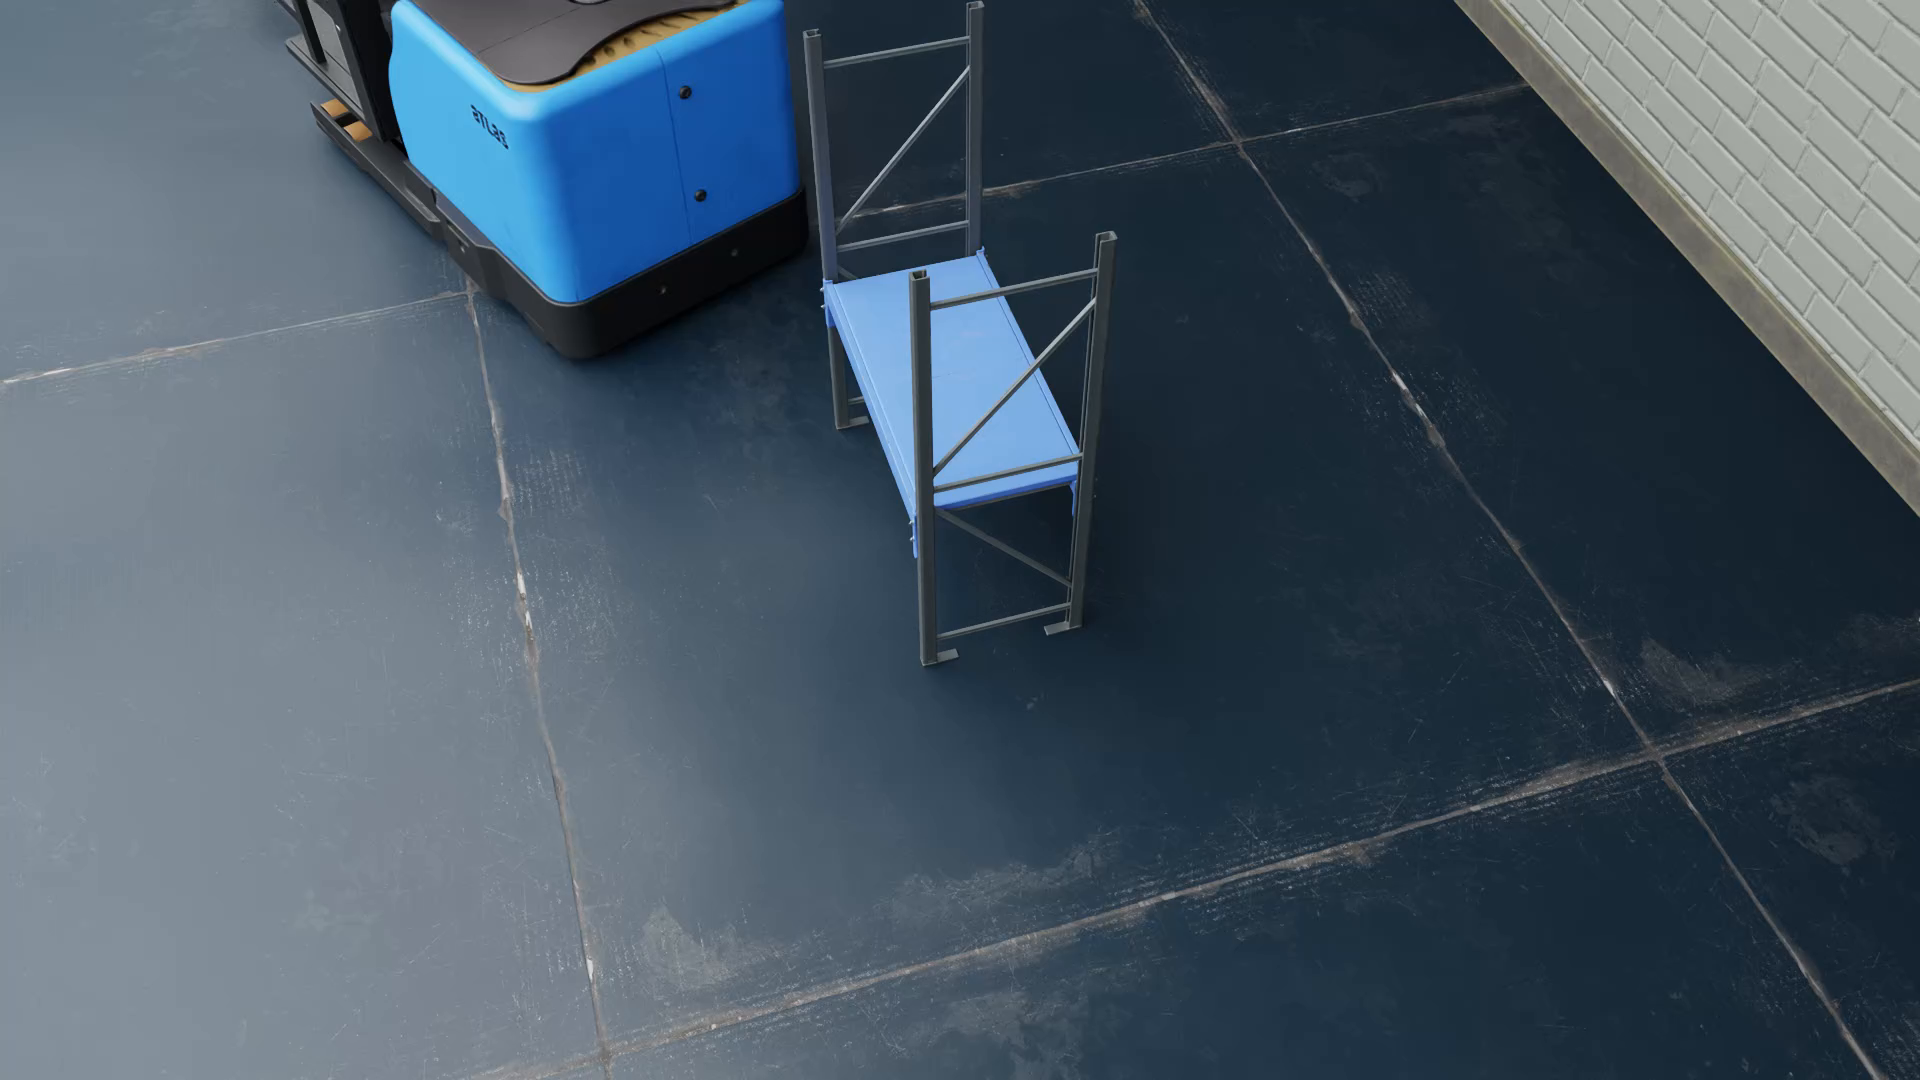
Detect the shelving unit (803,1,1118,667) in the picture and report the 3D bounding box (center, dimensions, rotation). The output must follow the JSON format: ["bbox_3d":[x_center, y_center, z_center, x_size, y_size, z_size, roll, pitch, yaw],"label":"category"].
[{"bbox_3d":[-0.025,-0.546,4.729,0.538,1.500,1.048,-13,51,-11],"label":"shelving unit"}]

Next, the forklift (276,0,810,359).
[{"bbox_3d":[-1.886,-2.626,5.547,1.130,2.935,3.031,-33,57,-25],"label":"forklift"}]

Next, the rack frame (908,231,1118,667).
[{"bbox_3d":[0.125,-0.174,4.416,0.500,1.500,0.032,-13,51,-11],"label":"rack frame"}]

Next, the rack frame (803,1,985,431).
[{"bbox_3d":[-0.176,-0.917,5.042,0.500,1.500,0.032,-13,51,-11],"label":"rack frame"}]

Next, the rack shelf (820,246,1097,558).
[{"bbox_3d":[-0.025,-0.430,4.867,0.538,0.185,1.000,-13,51,-11],"label":"rack shelf"}]
